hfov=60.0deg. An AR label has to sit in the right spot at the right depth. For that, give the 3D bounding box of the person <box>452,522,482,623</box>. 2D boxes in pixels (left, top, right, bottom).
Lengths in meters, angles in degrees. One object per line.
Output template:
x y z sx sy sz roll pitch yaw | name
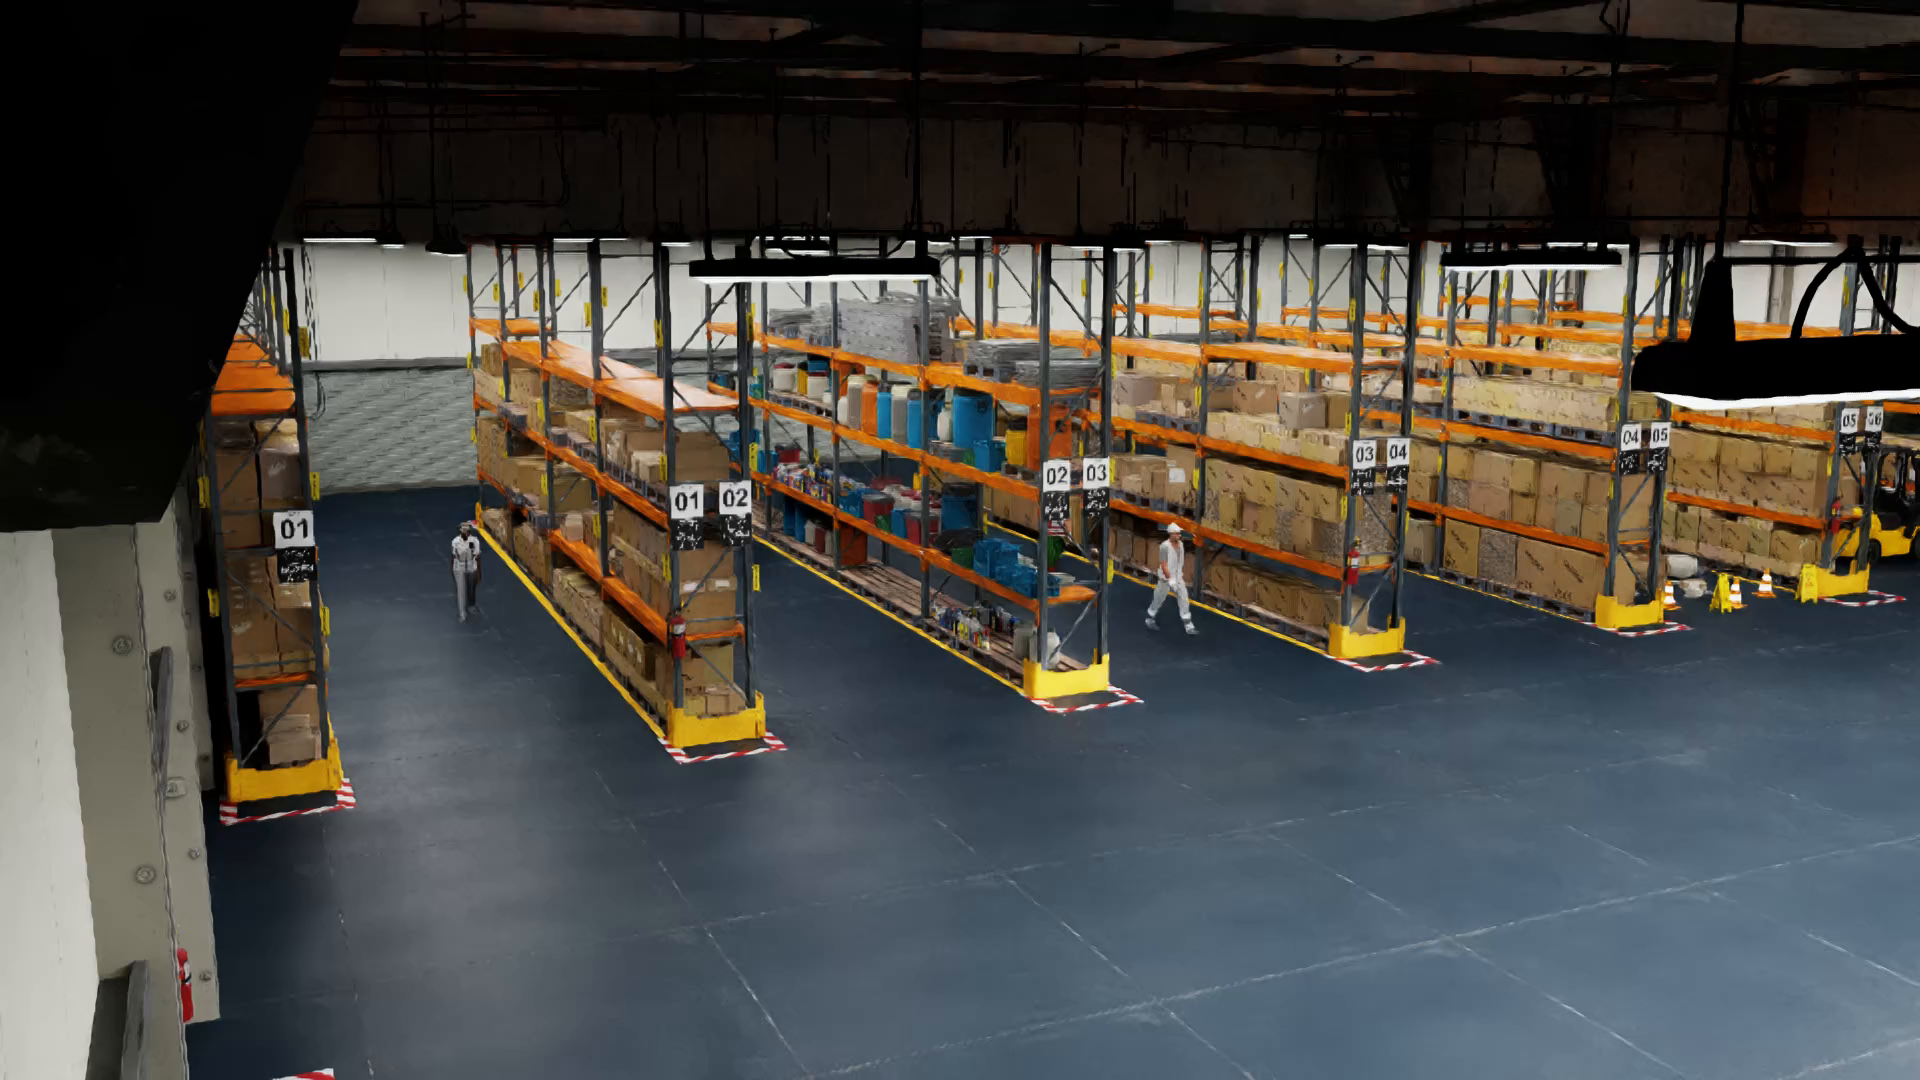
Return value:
-7.835 0.473 26.446 0.450 1.576 1.092 -4 12 -21 | person

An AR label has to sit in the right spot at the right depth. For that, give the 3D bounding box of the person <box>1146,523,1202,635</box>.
3.258 0.590 25.489 0.528 1.728 1.032 -7 13 -32 | person

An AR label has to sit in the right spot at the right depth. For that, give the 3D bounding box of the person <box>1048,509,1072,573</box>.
1.682 -0.087 28.972 0.531 1.728 1.037 -3 11 -15 | person
